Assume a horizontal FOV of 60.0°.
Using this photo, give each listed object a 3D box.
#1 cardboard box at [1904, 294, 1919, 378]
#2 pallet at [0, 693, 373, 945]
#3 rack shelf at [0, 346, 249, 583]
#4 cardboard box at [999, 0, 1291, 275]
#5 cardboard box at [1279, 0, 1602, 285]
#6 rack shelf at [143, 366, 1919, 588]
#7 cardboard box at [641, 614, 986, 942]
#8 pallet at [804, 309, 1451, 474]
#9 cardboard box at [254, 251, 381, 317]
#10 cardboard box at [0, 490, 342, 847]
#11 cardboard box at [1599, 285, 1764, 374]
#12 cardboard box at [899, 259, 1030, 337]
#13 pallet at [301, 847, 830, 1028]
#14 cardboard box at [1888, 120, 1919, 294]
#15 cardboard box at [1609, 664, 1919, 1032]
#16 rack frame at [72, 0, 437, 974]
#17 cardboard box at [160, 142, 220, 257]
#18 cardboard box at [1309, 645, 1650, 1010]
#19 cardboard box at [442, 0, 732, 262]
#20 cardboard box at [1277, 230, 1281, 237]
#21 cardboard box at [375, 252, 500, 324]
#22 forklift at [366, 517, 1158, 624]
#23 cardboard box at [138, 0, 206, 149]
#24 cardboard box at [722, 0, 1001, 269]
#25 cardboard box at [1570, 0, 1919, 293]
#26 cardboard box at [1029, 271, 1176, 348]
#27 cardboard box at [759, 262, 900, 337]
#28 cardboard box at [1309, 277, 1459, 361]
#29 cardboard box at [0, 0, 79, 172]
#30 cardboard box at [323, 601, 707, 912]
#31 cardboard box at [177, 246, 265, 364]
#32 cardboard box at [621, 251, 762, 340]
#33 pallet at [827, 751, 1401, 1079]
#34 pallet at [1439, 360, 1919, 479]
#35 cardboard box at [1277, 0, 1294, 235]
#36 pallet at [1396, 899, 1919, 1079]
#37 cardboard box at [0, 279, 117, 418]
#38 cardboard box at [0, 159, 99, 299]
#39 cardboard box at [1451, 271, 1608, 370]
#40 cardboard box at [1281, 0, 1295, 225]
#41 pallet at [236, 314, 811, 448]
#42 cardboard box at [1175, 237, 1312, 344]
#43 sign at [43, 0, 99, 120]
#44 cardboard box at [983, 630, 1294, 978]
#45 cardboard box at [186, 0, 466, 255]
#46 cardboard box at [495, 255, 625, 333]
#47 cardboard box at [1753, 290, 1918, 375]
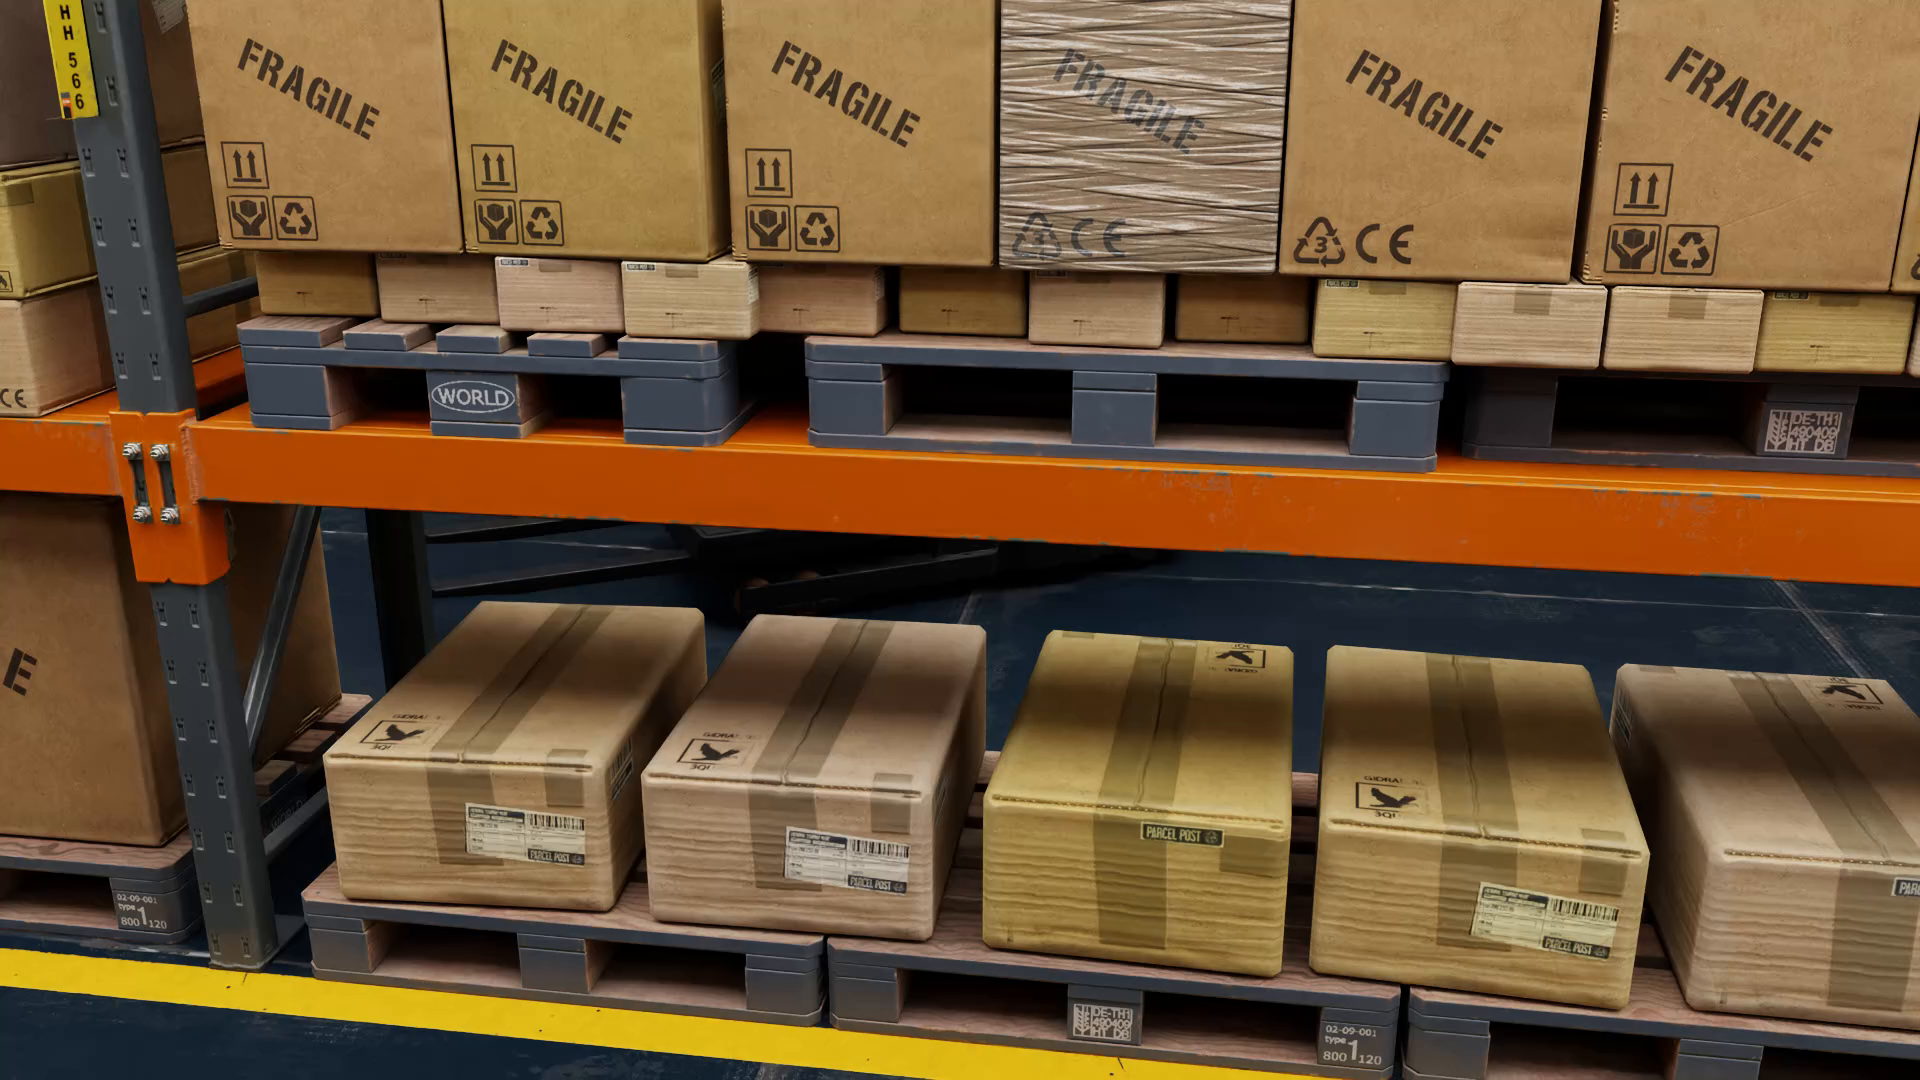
[{"bbox_3d":[1.806,-0.403,3.014,0.250,0.149,0.380,3,19,9],"label":"cardboard box"},{"bbox_3d":[-2.358,0.674,4.455,1.213,0.211,1.003,3,19,9],"label":"pallet"},{"bbox_3d":[-3.566,-0.344,4.239,4.000,0.370,1.077,3,19,9],"label":"rack shelf"},{"bbox_3d":[0.350,-0.801,3.182,0.500,0.500,0.500,2,19,7],"label":"cardboard box"},{"bbox_3d":[0.867,-0.775,3.104,0.500,0.500,0.500,4,19,11],"label":"cardboard box"},{"bbox_3d":[0.383,-0.143,3.637,4.000,0.370,1.077,3,19,9],"label":"rack shelf"},{"bbox_3d":[-0.305,0.528,3.976,0.625,0.372,0.950,3,19,8],"label":"cardboard box"},{"bbox_3d":[0.370,-0.407,3.595,1.213,0.211,1.003,3,19,9],"label":"pallet"},{"bbox_3d":[-1.300,-0.590,3.574,0.250,0.149,0.380,2,19,5],"label":"cardboard box"},{"bbox_3d":[-2.260,0.163,4.276,0.875,0.875,0.875,3,19,8],"label":"cardboard box"},{"bbox_3d":[1.288,-0.424,3.076,0.250,0.149,0.380,3,19,8],"label":"cardboard box"},{"bbox_3d":[0.040,-0.527,3.386,0.250,0.149,0.380,4,19,11],"label":"cardboard box"},{"bbox_3d":[-0.820,0.777,4.147,1.213,0.211,1.003,3,19,9],"label":"pallet"},{"bbox_3d":[1.865,-0.723,2.947,0.500,0.500,0.500,3,19,8],"label":"cardboard box"},{"bbox_3d":[1.840,0.638,3.649,0.625,0.372,0.950,3,19,9],"label":"cardboard box"},{"bbox_3d":[-1.591,-0.585,3.824,0.127,3.000,1.000,3,19,9],"label":"rack frame"},{"bbox_3d":[-2.053,-0.854,4.076,0.500,0.250,0.500,3,19,8],"label":"cardboard box"},{"bbox_3d":[1.129,0.603,3.754,0.625,0.372,0.950,4,19,12],"label":"cardboard box"},{"bbox_3d":[-0.668,-0.853,3.338,0.500,0.500,0.500,4,19,11],"label":"cardboard box"},{"bbox_3d":[0.834,-0.635,3.708,0.250,0.149,0.380,3,19,9],"label":"cardboard box"},{"bbox_3d":[-1.026,-0.566,3.500,0.250,0.149,0.380,2,19,5],"label":"cardboard box"},{"bbox_3d":[-0.659,-1.275,5.994,3.031,2.935,1.130,-8,20,-22],"label":"forklift"},{"bbox_3d":[-2.040,-1.208,3.952,0.500,0.500,0.500,2,19,7],"label":"cardboard box"},{"bbox_3d":[-0.143,-0.829,3.264,0.500,0.500,0.500,3,19,10],"label":"cardboard box"},{"bbox_3d":[1.376,-0.747,3.020,0.500,0.500,0.500,3,19,9],"label":"cardboard box"},{"bbox_3d":[0.288,-0.494,3.285,0.250,0.149,0.380,4,19,10],"label":"cardboard box"},{"bbox_3d":[-0.245,-0.529,3.392,0.250,0.149,0.380,4,19,12],"label":"cardboard box"},{"bbox_3d":[0.801,-0.459,3.181,0.250,0.149,0.380,3,19,9],"label":"cardboard box"},{"bbox_3d":[-2.143,-1.051,3.482,0.500,0.500,0.500,2,19,7],"label":"cardboard box"},{"bbox_3d":[-1.035,0.494,4.080,0.625,0.372,0.950,2,19,5],"label":"cardboard box"},{"bbox_3d":[-2.035,-0.617,4.157,0.500,0.250,0.500,3,19,8],"label":"cardboard box"},{"bbox_3d":[-0.495,-0.517,3.355,0.250,0.149,0.380,3,19,9],"label":"cardboard box"},{"bbox_3d":[0.381,0.839,3.962,1.213,0.211,1.003,3,19,9],"label":"pallet"},{"bbox_3d":[1.626,-0.377,3.504,1.213,0.211,1.003,3,19,9],"label":"pallet"},{"bbox_3d":[0.451,-0.961,3.661,0.500,0.500,0.500,2,19,6],"label":"cardboard box"},{"bbox_3d":[1.589,0.900,3.780,1.213,0.211,1.003,3,19,9],"label":"pallet"},{"bbox_3d":[-2.132,-0.458,3.680,0.500,0.250,0.500,2,19,7],"label":"cardboard box"},{"bbox_3d":[-2.110,-0.696,3.603,0.500,0.250,0.500,3,19,8],"label":"cardboard box"},{"bbox_3d":[1.036,-0.435,3.111,0.250,0.149,0.380,3,19,9],"label":"cardboard box"},{"bbox_3d":[0.960,-0.939,3.593,0.500,0.500,0.500,3,19,8],"label":"cardboard box"},{"bbox_3d":[-0.871,-0.491,3.847,1.003,0.211,1.213,3,19,9],"label":"pallet"},{"bbox_3d":[0.557,-0.504,3.317,0.250,0.149,0.380,2,19,7],"label":"cardboard box"},{"bbox_3d":[-1.676,-0.960,3.120,0.005,0.325,0.100,3,19,9],"label":"sign"},{"bbox_3d":[0.443,0.568,3.857,0.625,0.372,0.950,4,19,10],"label":"cardboard box"},{"bbox_3d":[-1.184,-0.877,3.410,0.500,0.500,0.500,2,19,7],"label":"cardboard box"},{"bbox_3d":[-0.763,-0.537,3.416,0.250,0.149,0.380,2,19,5],"label":"cardboard box"},{"bbox_3d":[1.549,-0.422,3.070,0.250,0.149,0.380,2,19,7],"label":"cardboard box"}]
